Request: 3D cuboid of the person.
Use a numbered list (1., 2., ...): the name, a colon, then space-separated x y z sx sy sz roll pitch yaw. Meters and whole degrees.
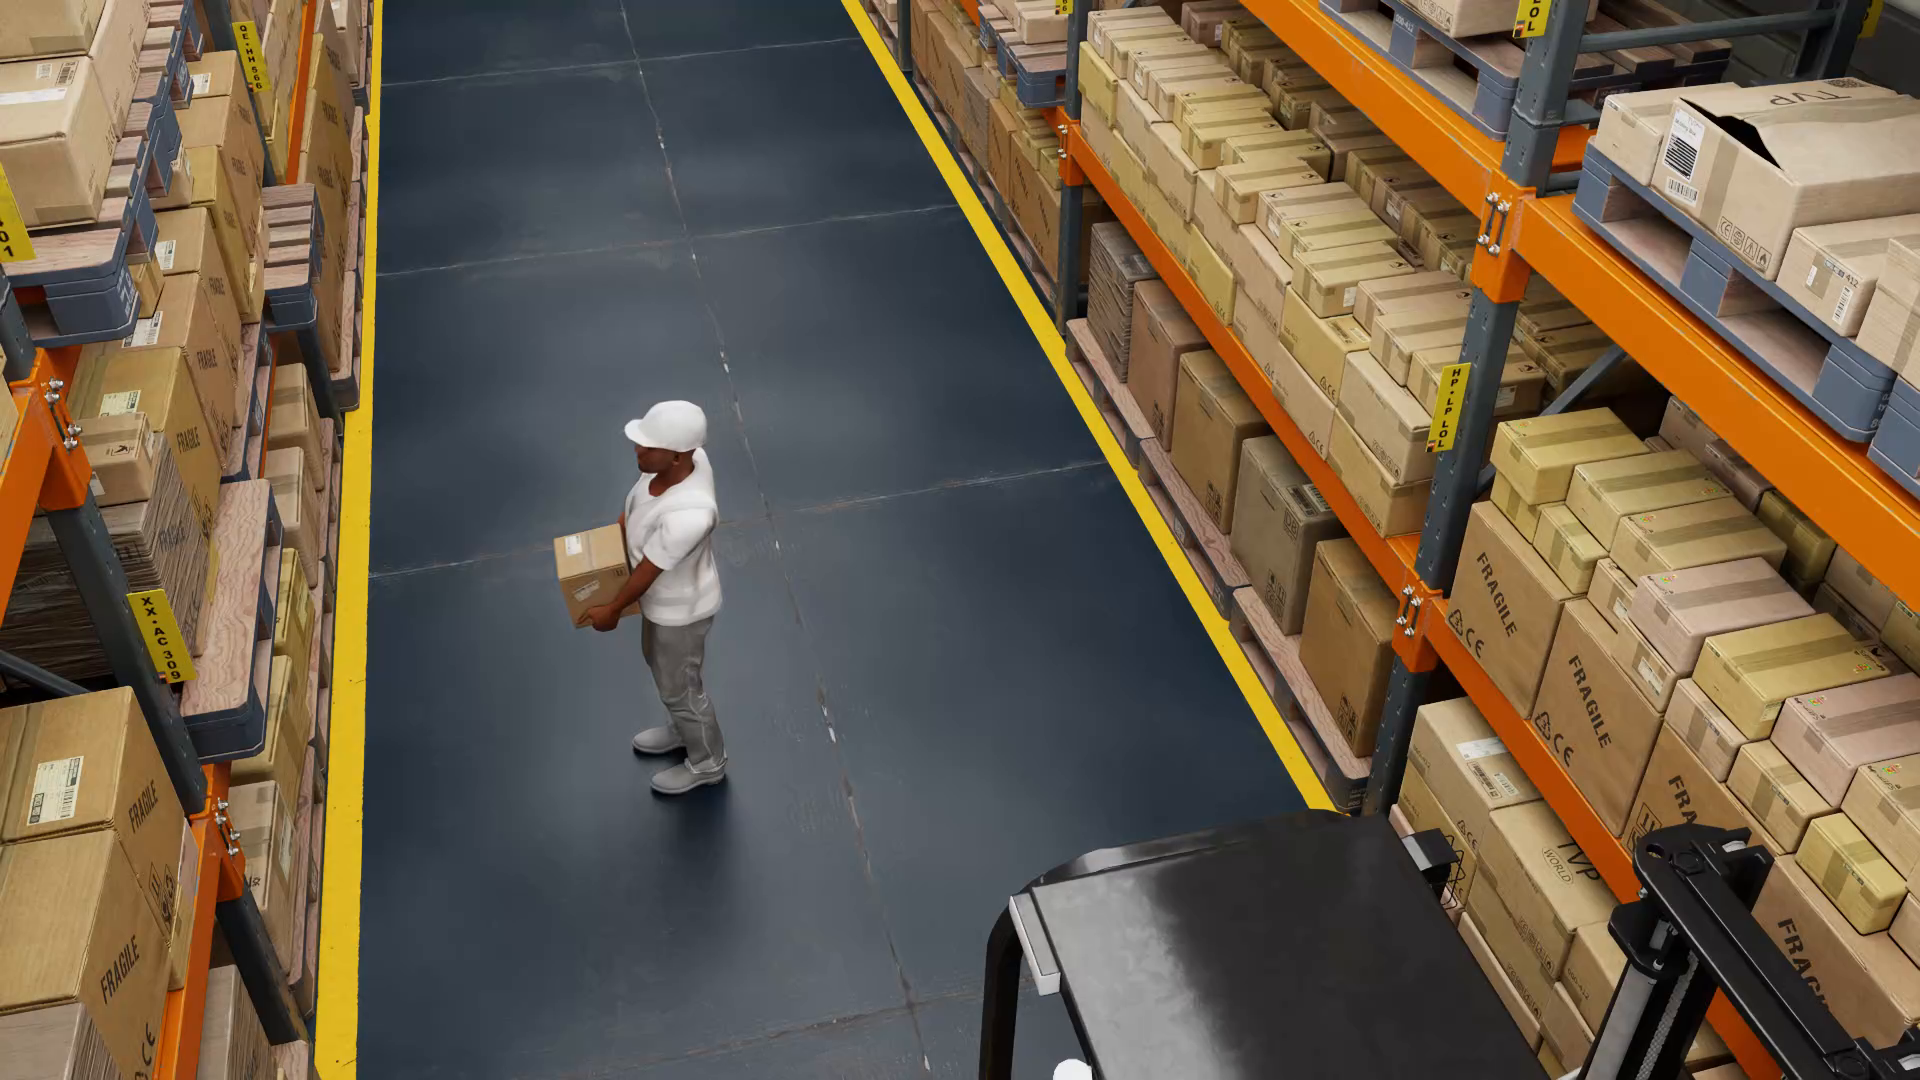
1. person: -1.172 0.235 6.337 0.577 1.761 0.502 -9 39 -12
